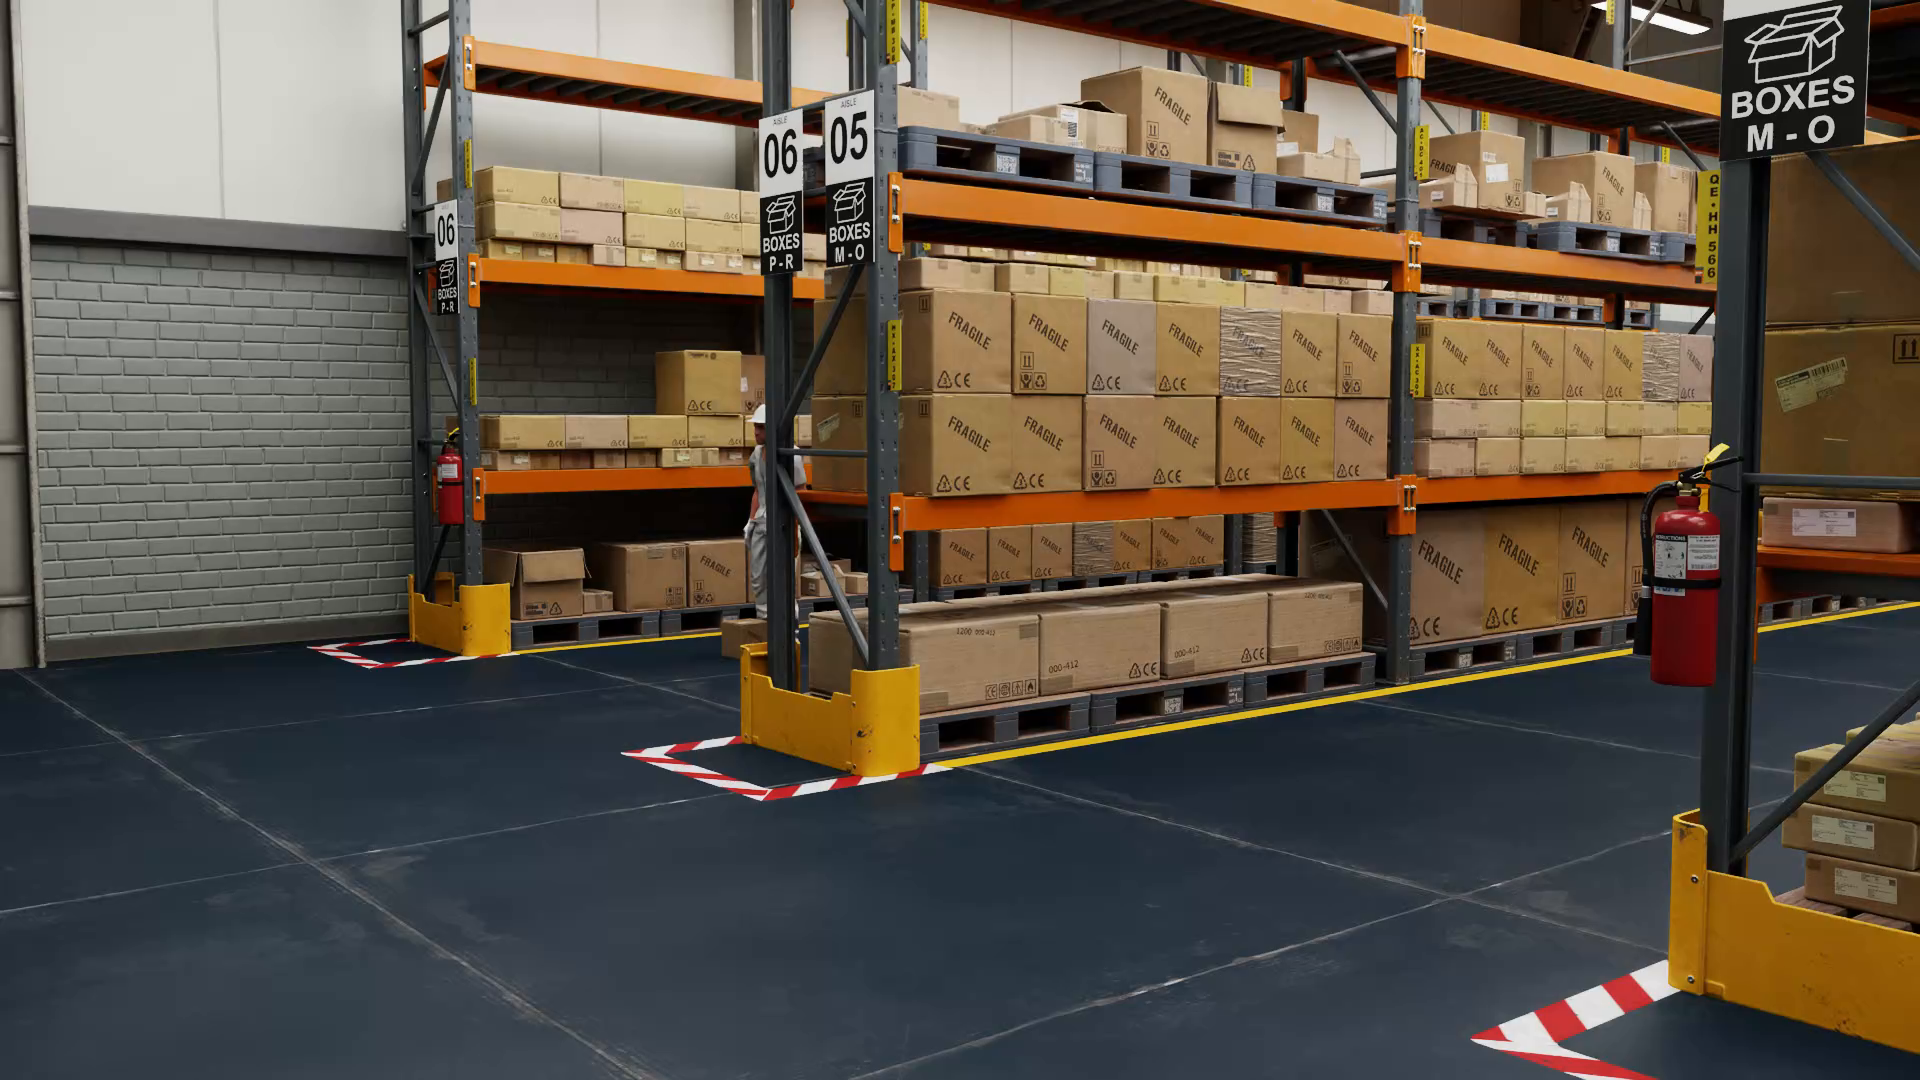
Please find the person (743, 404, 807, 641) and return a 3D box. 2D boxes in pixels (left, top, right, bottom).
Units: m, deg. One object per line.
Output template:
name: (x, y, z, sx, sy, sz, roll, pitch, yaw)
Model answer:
person: (-1.328, -0.073, 11.817, 0.451, 1.777, 0.610, -4, 6, -42)
